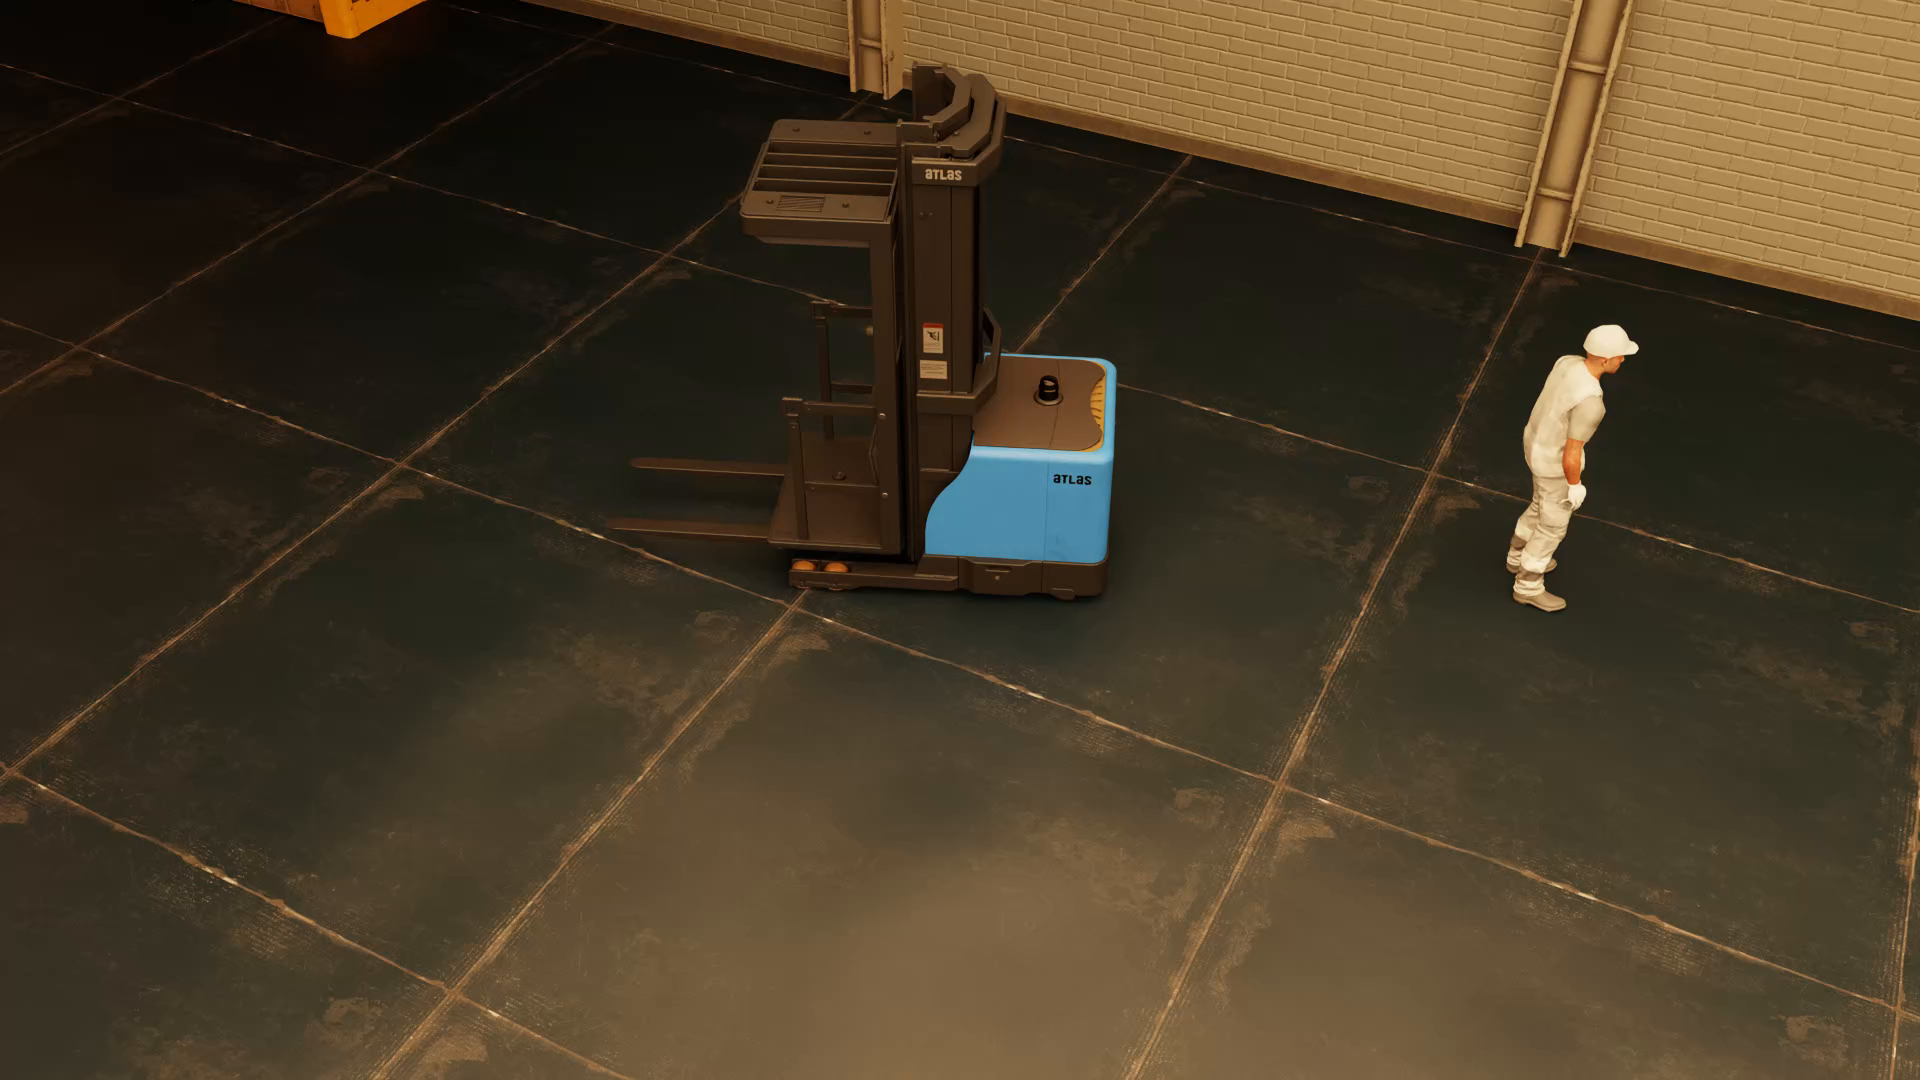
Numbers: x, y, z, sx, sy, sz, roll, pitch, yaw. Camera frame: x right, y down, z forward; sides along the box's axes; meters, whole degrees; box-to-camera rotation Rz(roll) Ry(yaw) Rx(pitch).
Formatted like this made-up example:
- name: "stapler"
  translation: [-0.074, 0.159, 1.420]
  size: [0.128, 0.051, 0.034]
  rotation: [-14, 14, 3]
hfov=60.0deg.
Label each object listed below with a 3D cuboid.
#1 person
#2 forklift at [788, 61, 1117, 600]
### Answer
- name: "person"
  translation: [3.410, -0.463, 9.389]
  size: [0.452, 1.720, 0.617]
  rotation: [3, 40, 3]
- name: "forklift"
  translation: [-0.606, -1.157, 9.360]
  size: [3.031, 2.935, 1.130]
  rotation: [3, 40, 4]
